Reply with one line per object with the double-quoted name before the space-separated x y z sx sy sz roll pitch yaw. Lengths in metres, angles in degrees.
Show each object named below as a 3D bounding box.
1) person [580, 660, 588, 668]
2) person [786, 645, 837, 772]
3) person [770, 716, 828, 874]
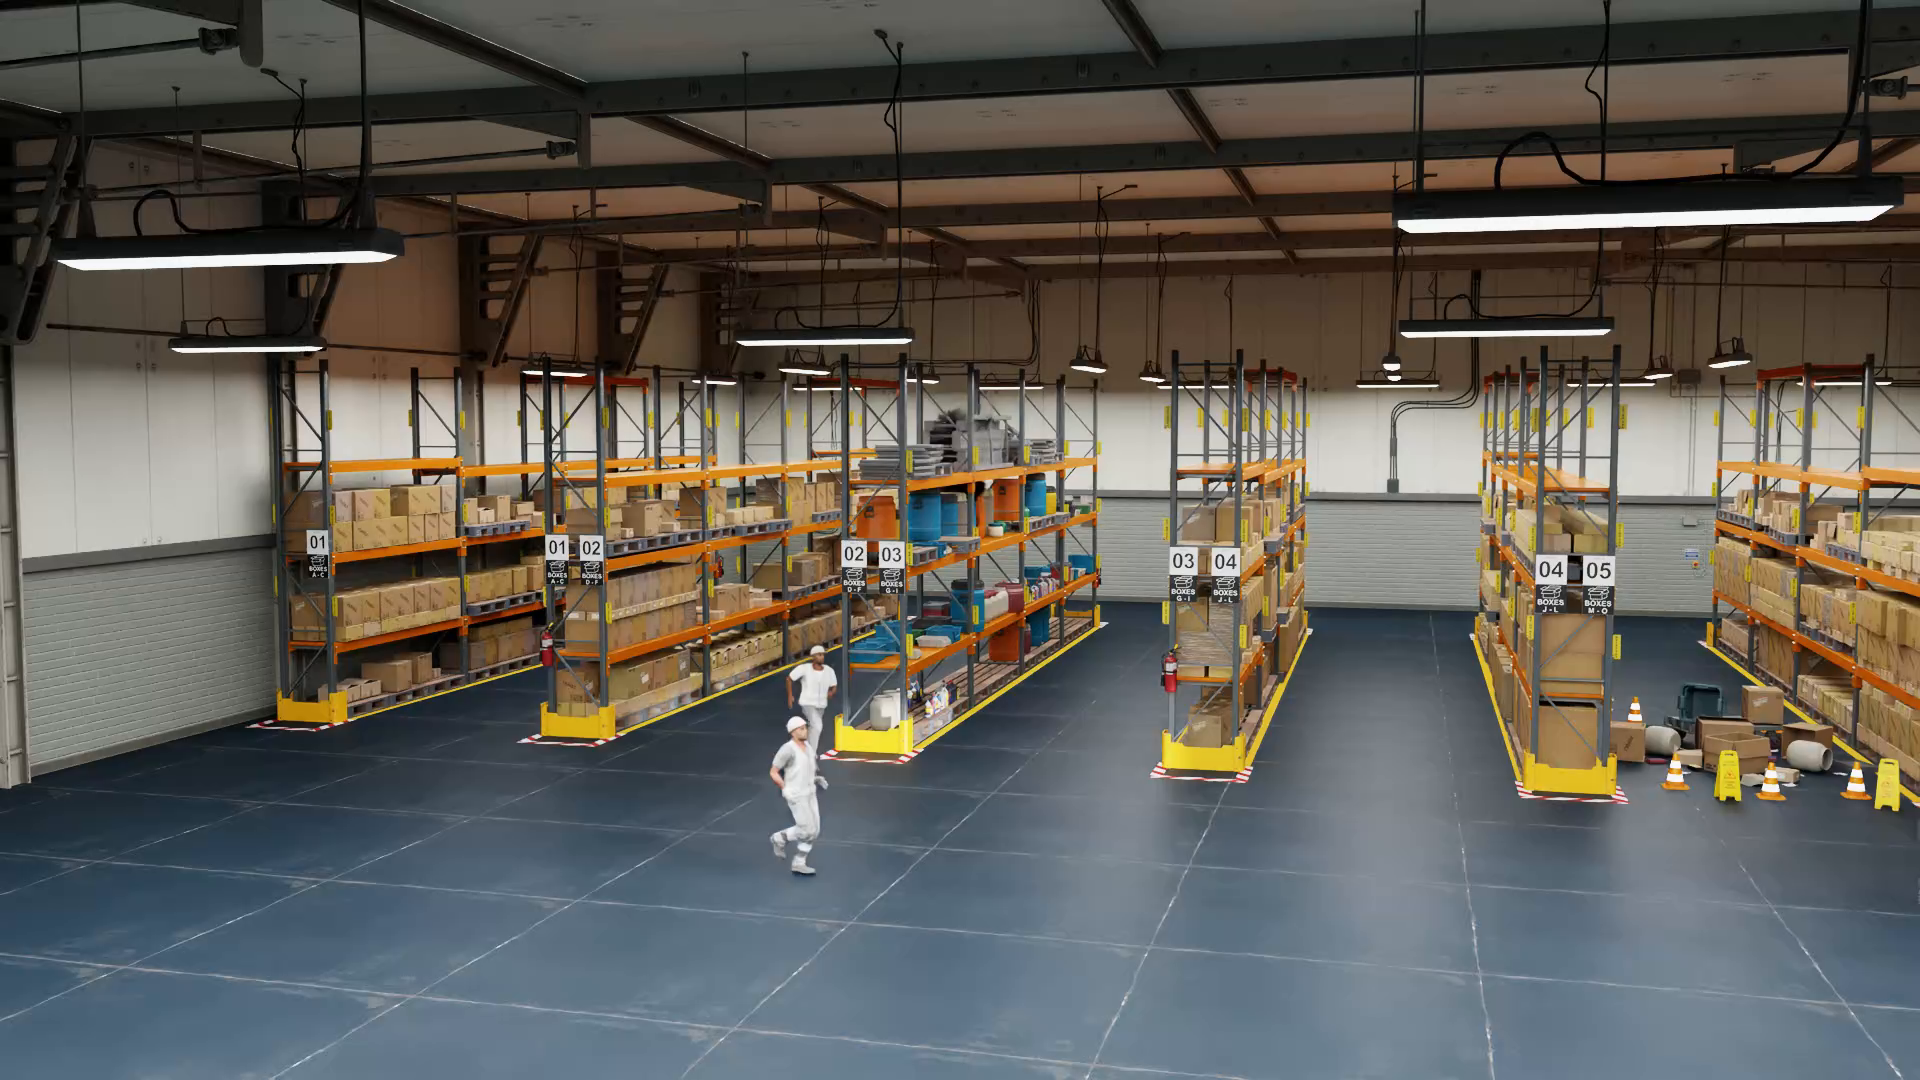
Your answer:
"person" -6.902 1.955 31.071 0.580 1.619 0.609 1 4 7
"person" -2.085 2.398 23.987 0.704 1.749 0.744 -3 5 -36
"person" -1.787 2.815 18.389 0.601 1.738 0.658 2 5 29
